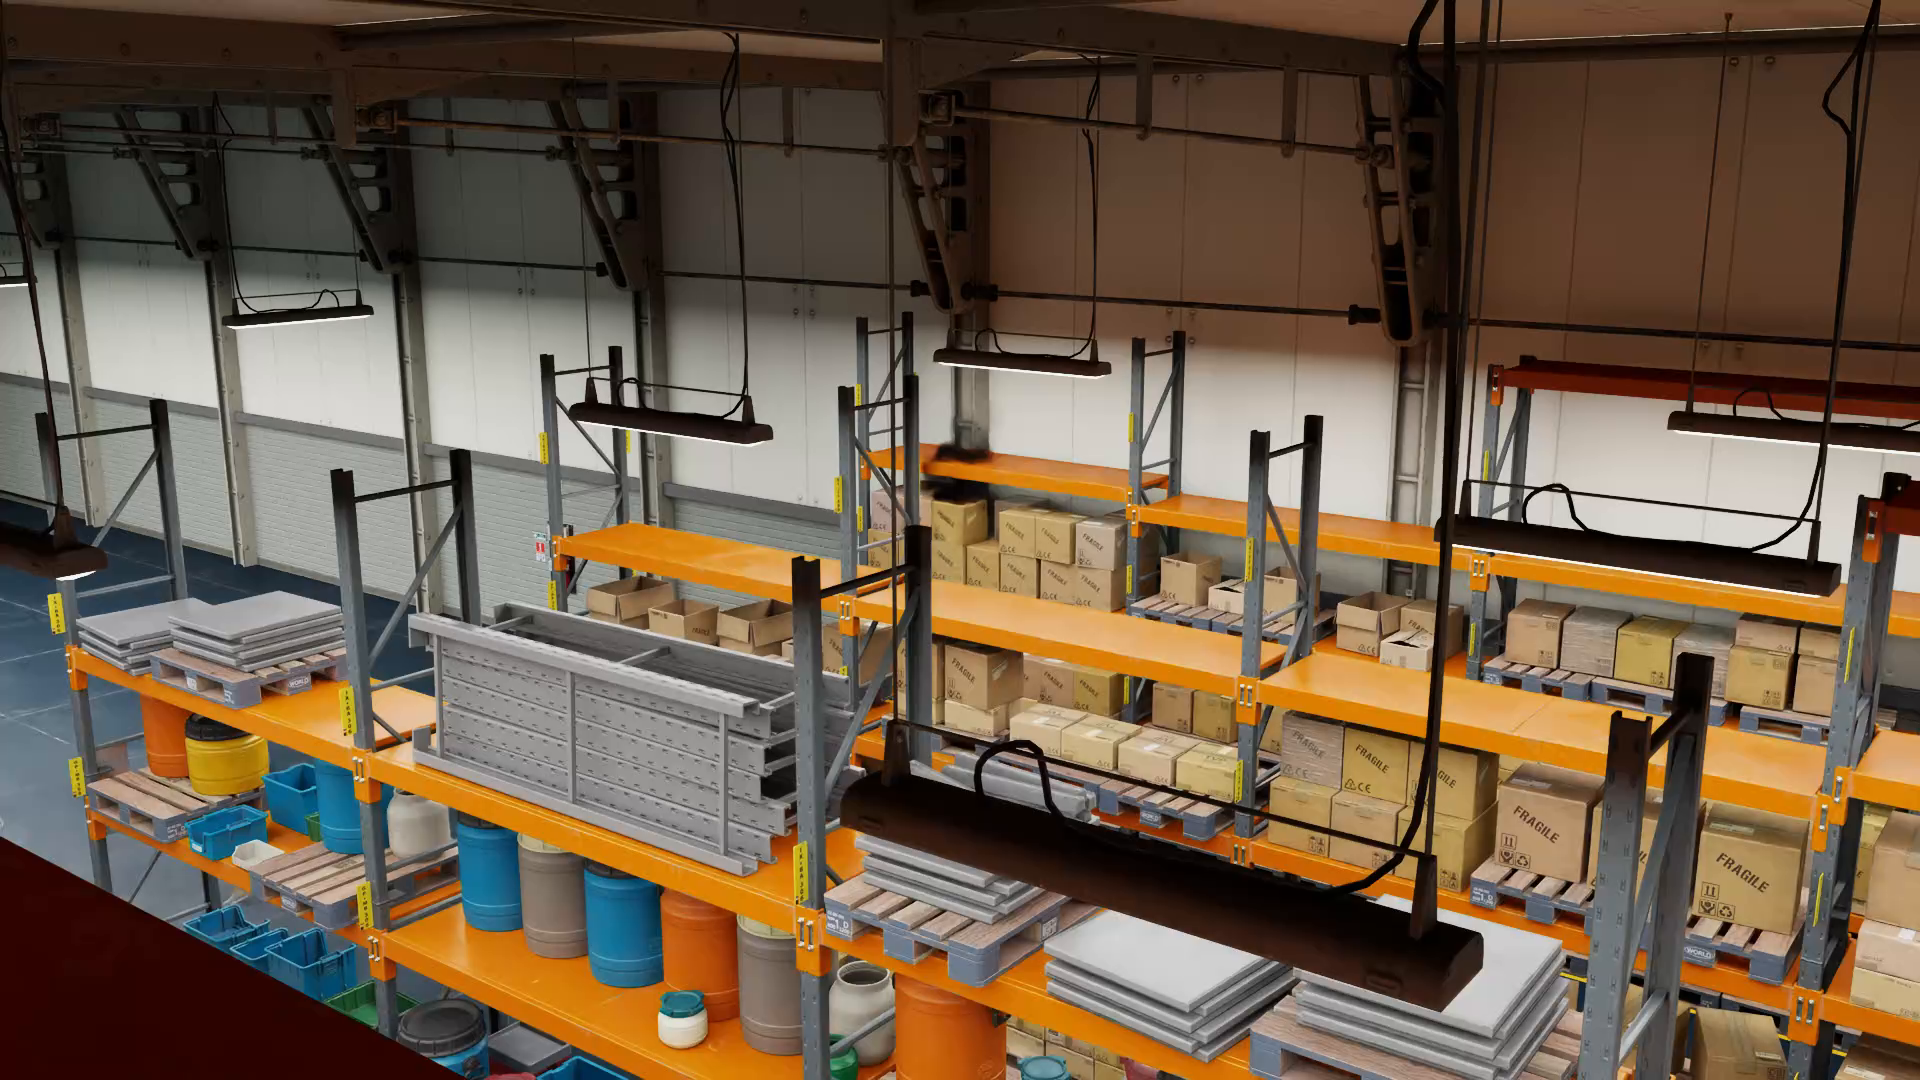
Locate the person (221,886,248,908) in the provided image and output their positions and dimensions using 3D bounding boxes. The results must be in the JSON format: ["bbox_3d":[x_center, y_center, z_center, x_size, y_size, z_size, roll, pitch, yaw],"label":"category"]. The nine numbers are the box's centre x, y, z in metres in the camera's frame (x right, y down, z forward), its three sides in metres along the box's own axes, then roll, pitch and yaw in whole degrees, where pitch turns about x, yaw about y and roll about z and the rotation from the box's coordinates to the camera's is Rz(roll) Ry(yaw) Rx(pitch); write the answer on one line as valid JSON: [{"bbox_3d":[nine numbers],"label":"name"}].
[{"bbox_3d":[-7.610,3.139,17.993,0.862,1.729,0.593,-5,14,-20],"label":"person"}]
